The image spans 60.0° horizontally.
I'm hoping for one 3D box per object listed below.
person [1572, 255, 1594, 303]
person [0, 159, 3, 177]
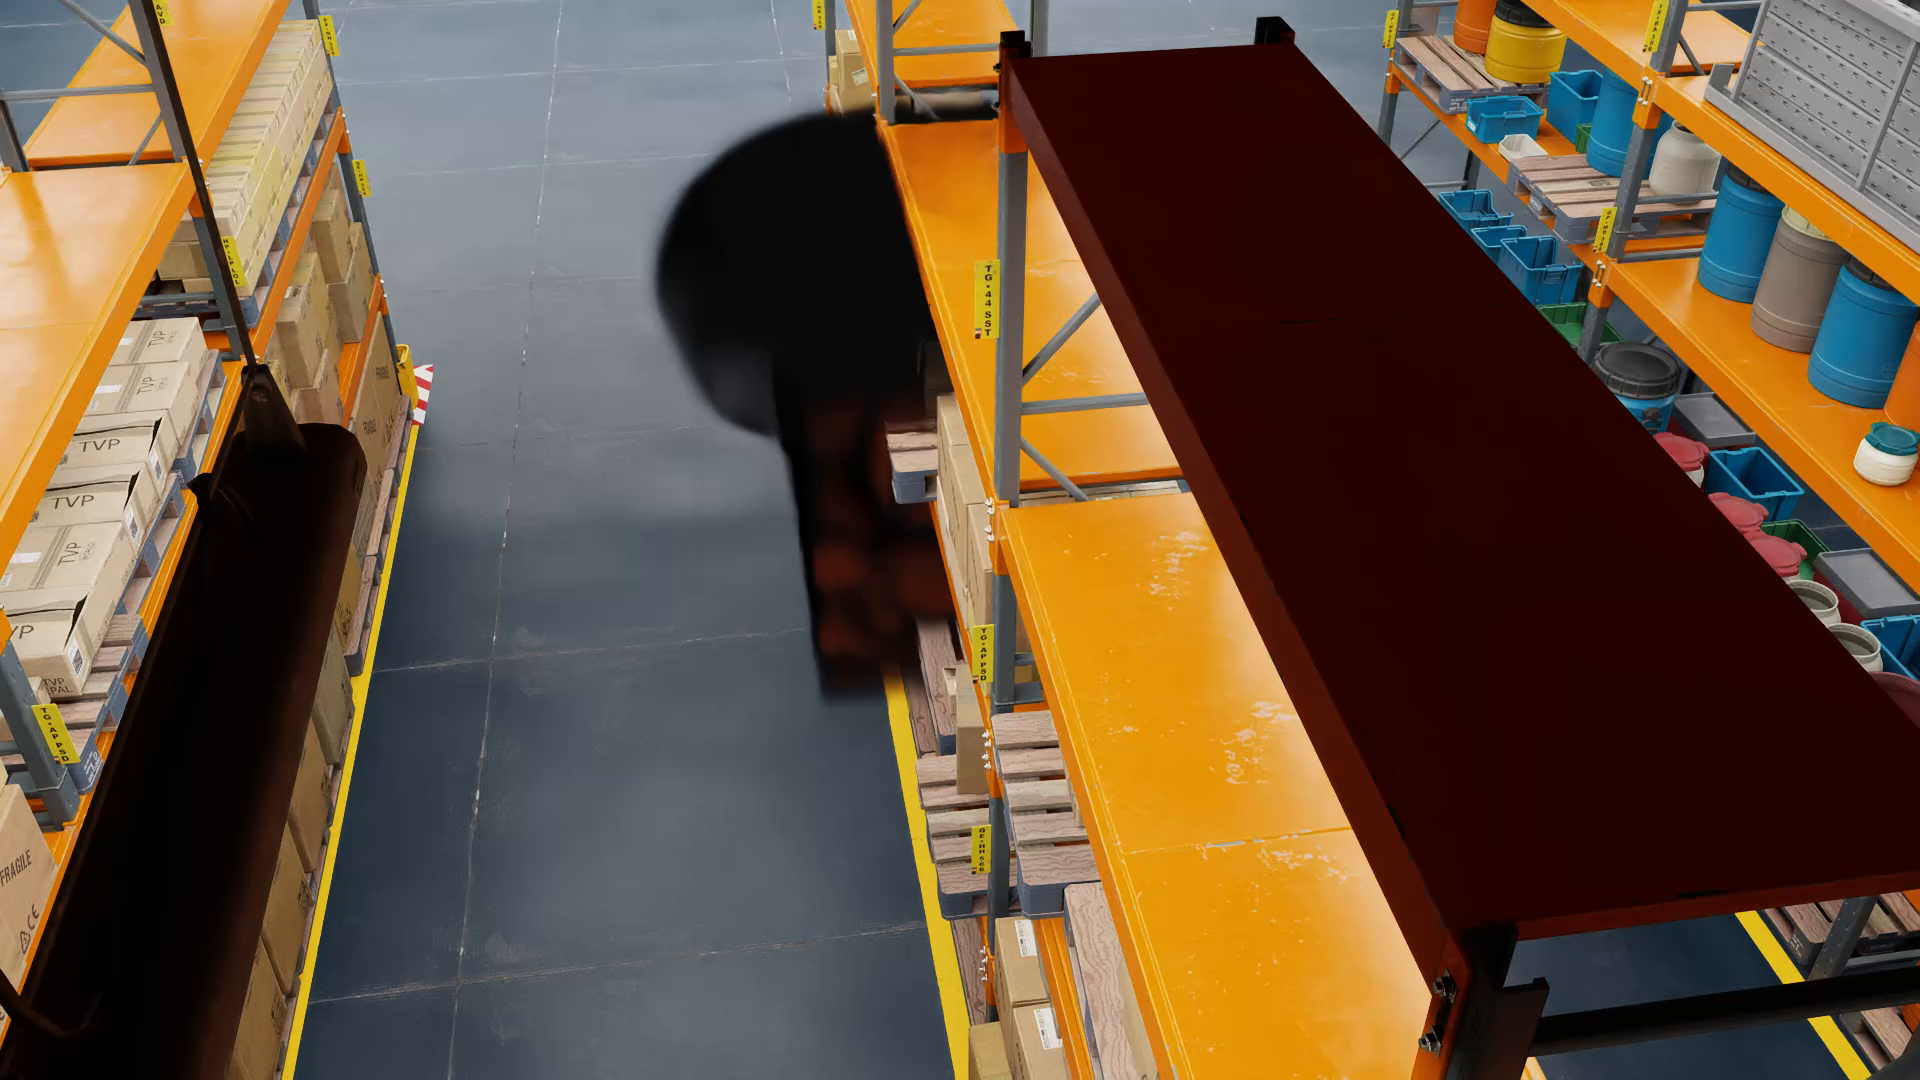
[{"bbox_3d":[5.772,-2.536,15.103,0.630,1.714,0.846,-17,40,-22],"label":"person"},{"bbox_3d":[-9.337,-3.125,16.241,0.732,1.732,0.937,-10,37,-13],"label":"person"}]
